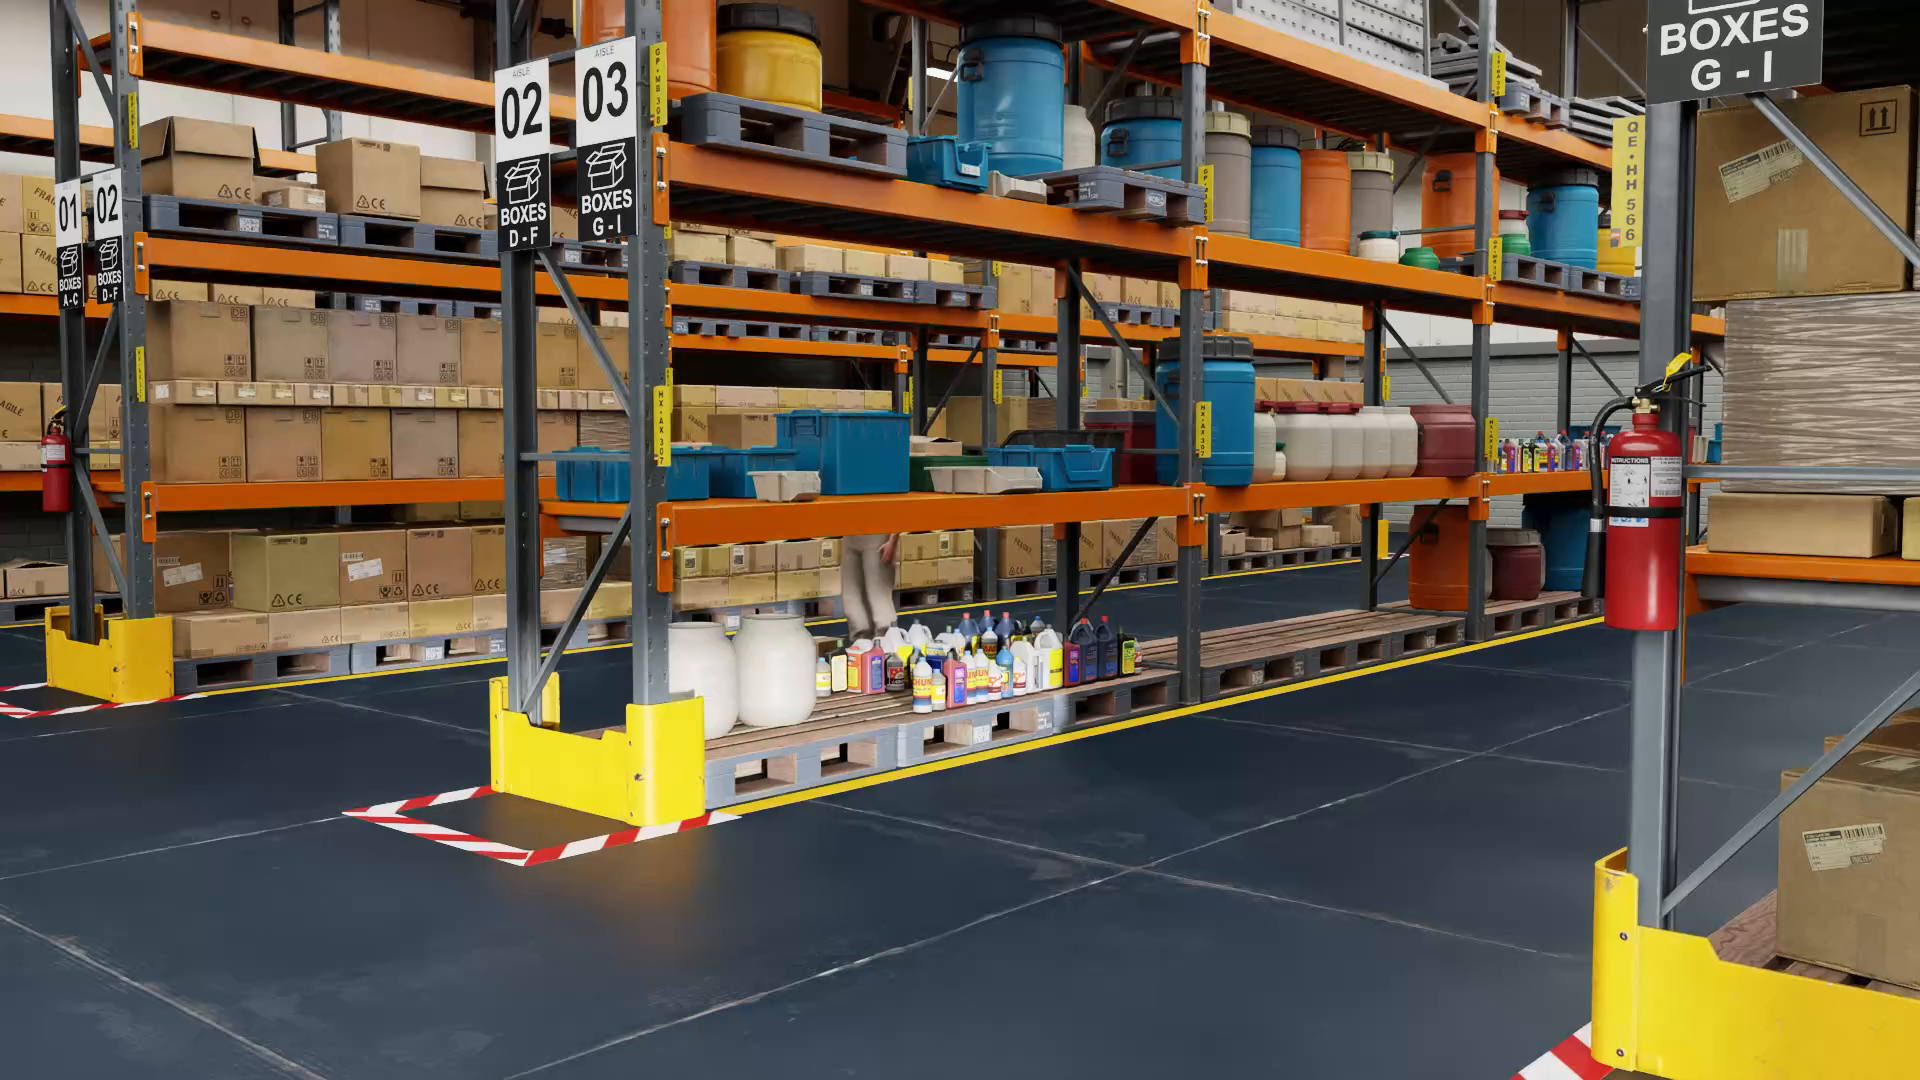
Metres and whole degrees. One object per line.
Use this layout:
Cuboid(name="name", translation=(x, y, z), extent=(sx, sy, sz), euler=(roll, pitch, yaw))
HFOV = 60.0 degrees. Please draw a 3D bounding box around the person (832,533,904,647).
Cuboid(name="person", translation=(-0.606, 0.073, 11.403), extent=(0.564, 1.655, 0.464), euler=(3, 5, 42))
